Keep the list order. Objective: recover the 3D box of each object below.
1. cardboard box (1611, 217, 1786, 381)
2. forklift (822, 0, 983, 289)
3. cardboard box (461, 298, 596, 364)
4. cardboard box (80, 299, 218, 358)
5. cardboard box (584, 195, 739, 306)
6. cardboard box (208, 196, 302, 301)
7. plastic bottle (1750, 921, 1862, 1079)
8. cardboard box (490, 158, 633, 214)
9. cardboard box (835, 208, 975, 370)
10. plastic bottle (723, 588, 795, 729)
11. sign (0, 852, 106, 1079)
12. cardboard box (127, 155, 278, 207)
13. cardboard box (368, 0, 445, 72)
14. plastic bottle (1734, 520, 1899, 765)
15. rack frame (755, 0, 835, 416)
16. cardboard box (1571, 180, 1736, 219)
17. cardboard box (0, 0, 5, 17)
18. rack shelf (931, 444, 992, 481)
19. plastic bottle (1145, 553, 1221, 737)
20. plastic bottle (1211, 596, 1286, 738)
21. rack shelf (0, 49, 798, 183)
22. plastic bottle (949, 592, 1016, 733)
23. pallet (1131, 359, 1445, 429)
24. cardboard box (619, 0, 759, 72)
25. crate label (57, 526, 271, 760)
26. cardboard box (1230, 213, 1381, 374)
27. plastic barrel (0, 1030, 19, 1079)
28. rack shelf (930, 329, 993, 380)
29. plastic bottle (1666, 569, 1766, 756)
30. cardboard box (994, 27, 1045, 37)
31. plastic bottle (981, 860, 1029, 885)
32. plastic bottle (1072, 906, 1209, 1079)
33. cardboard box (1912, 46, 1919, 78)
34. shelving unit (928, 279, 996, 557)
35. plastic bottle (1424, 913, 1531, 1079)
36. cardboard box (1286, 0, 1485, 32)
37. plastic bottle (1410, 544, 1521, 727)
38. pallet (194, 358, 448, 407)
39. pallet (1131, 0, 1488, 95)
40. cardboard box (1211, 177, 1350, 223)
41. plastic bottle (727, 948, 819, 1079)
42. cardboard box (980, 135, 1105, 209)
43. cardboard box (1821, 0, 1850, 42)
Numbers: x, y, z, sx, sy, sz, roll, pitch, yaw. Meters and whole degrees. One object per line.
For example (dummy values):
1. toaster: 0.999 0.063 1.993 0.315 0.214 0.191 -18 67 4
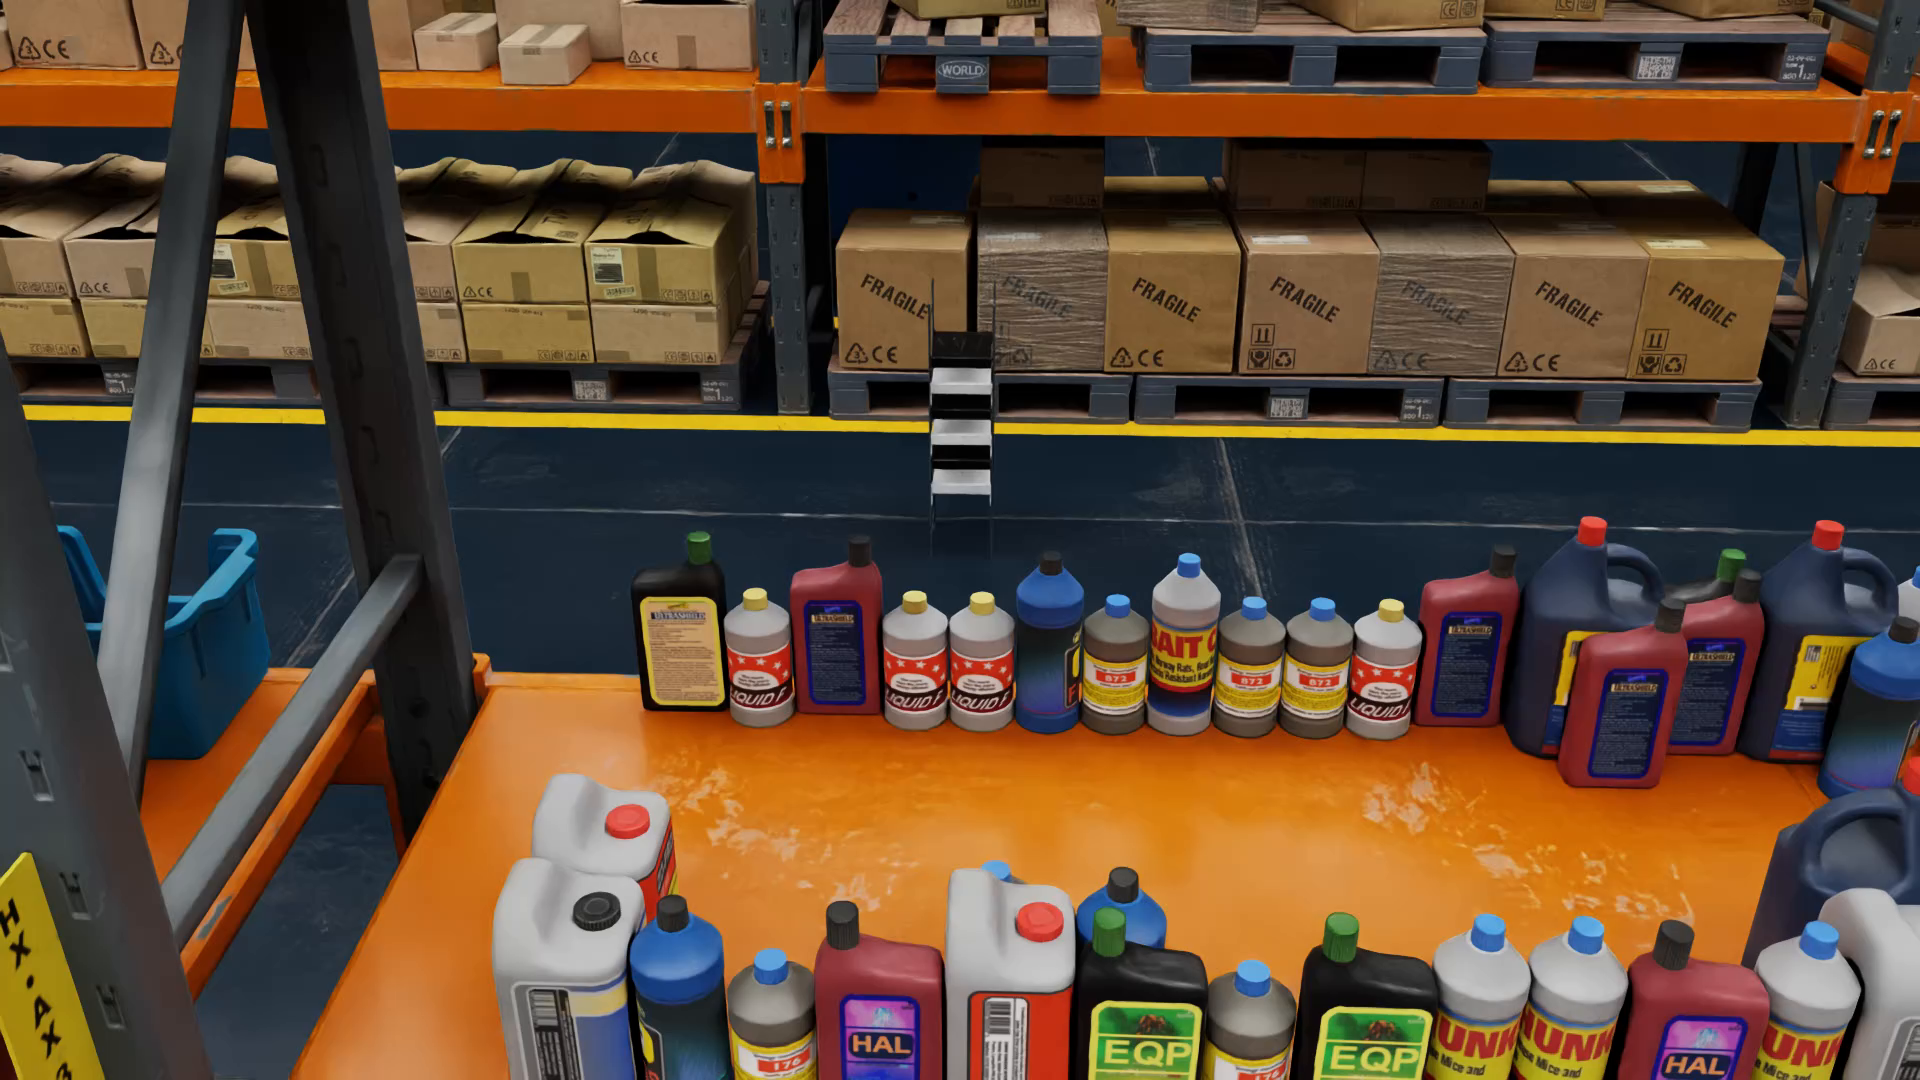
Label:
1. cardboard box: 2.843 -0.955 6.549 0.500 0.500 0.500 1 28 2
2. forklift: -0.446 -3.134 8.533 1.130 2.935 3.031 -3 28 -6
3. cardboard box: -1.701 -0.930 6.788 0.500 0.250 0.500 1 28 1
4. cardboard box: -3.226 -0.955 6.837 0.500 0.250 0.500 0 28 0
5. cardboard box: -1.183 -1.169 6.642 0.500 0.311 0.500 2 28 3
6. cardboard box: -2.708 -1.194 6.688 0.500 0.311 0.500 2 28 3
7. plastic bottle: 0.860 0.510 1.722 0.097 0.271 0.097 0 28 0
8. cardboard box: -1.690 -1.427 7.127 0.500 0.311 0.500 0 28 1
9. cardboard box: -0.206 -1.006 6.644 0.500 0.500 0.500 2 28 4
10. plastic bottle: -0.296 0.166 2.446 0.097 0.201 0.097 0 28 0
11. sign: -0.842 0.447 1.531 0.005 0.325 0.100 1 28 2
12. cardboard box: -3.215 -1.454 7.180 0.500 0.311 0.500 1 28 2
13. cardboard box: -2.329 -2.122 6.443 0.500 0.500 0.500 -1 28 -1
14. plastic bottle: 1.207 0.136 2.343 0.185 0.351 0.144 1 28 2
15. rack frame: -0.651 -2.057 6.429 0.127 3.000 1.000 1 28 2
16. cardboard box: 2.871 -1.203 7.017 0.500 0.500 0.500 0 28 -1
17. cardboard box: -3.764 -2.136 6.720 0.258 0.266 0.396 0 28 1
18. rack shelf: 0.008 -0.288 5.597 0.200 0.077 0.258 1 28 2
19. plastic bottle: 0.324 0.146 2.410 0.097 0.271 0.097 0 28 0
20. plastic bottle: 0.421 0.178 2.424 0.097 0.201 0.097 0 28 0
21. rack shelf: -2.650 -1.773 6.659 4.000 0.370 1.077 1 28 2
22. plastic bottle: 0.032 0.172 2.436 0.097 0.201 0.097 0 28 0
23. pallet: 1.310 -0.774 6.985 1.213 0.211 1.003 1 28 2
24. cardboard box: -1.013 -2.045 6.499 0.500 0.311 0.500 3 28 5
25. crate label: -1.238 0.153 2.438 0.416 0.233 0.303 1 28 2
26. cardboard box: 1.340 -0.983 6.601 0.500 0.500 0.500 0 28 0
27. plastic barrel: -1.304 0.335 1.770 0.708 0.536 0.600 1 28 2
28. rack shelf: 0.008 -0.607 5.428 0.200 0.077 0.258 1 28 2
29. plastic bottle: 1.048 0.172 2.347 0.133 0.283 0.061 1 28 2
30. cardboard box: 0.250 -3.538 11.069 0.750 0.750 0.750 1 28 1
31. plastic bottle: 0.039 0.456 1.899 0.097 0.201 0.097 0 28 0
32. plastic bottle: 0.186 0.502 1.725 0.133 0.283 0.061 1 28 2
33. cardboard box: 3.846 -1.900 6.024 0.500 0.500 0.500 2 28 3
34. shelving unit: 0.008 -0.397 5.539 0.210 0.900 0.258 1 28 2
35. plastic bottle: 0.532 0.505 1.733 0.097 0.271 0.097 0 28 0
36. cardboard box: 1.578 -2.221 6.183 0.500 0.500 0.700 -6 29 -11
37. plastic bottle: 0.732 0.138 2.411 0.133 0.283 0.061 1 28 2
38. pallet: -2.689 -0.879 7.182 1.213 0.211 1.003 1 28 2
39. pallet: 1.292 -1.943 6.417 1.213 0.211 1.003 1 28 2
40. cardboard box: 1.334 -1.227 7.062 0.500 0.500 0.500 0 28 0
41. plastic bottle: -0.197 0.524 1.772 0.097 0.201 0.097 0 28 0
42. cardboard box: 0.348 -1.574 6.915 0.500 0.250 0.500 2 28 4
43. cardboard box: 5.809 -3.306 11.005 0.500 0.500 0.700 0 28 0
